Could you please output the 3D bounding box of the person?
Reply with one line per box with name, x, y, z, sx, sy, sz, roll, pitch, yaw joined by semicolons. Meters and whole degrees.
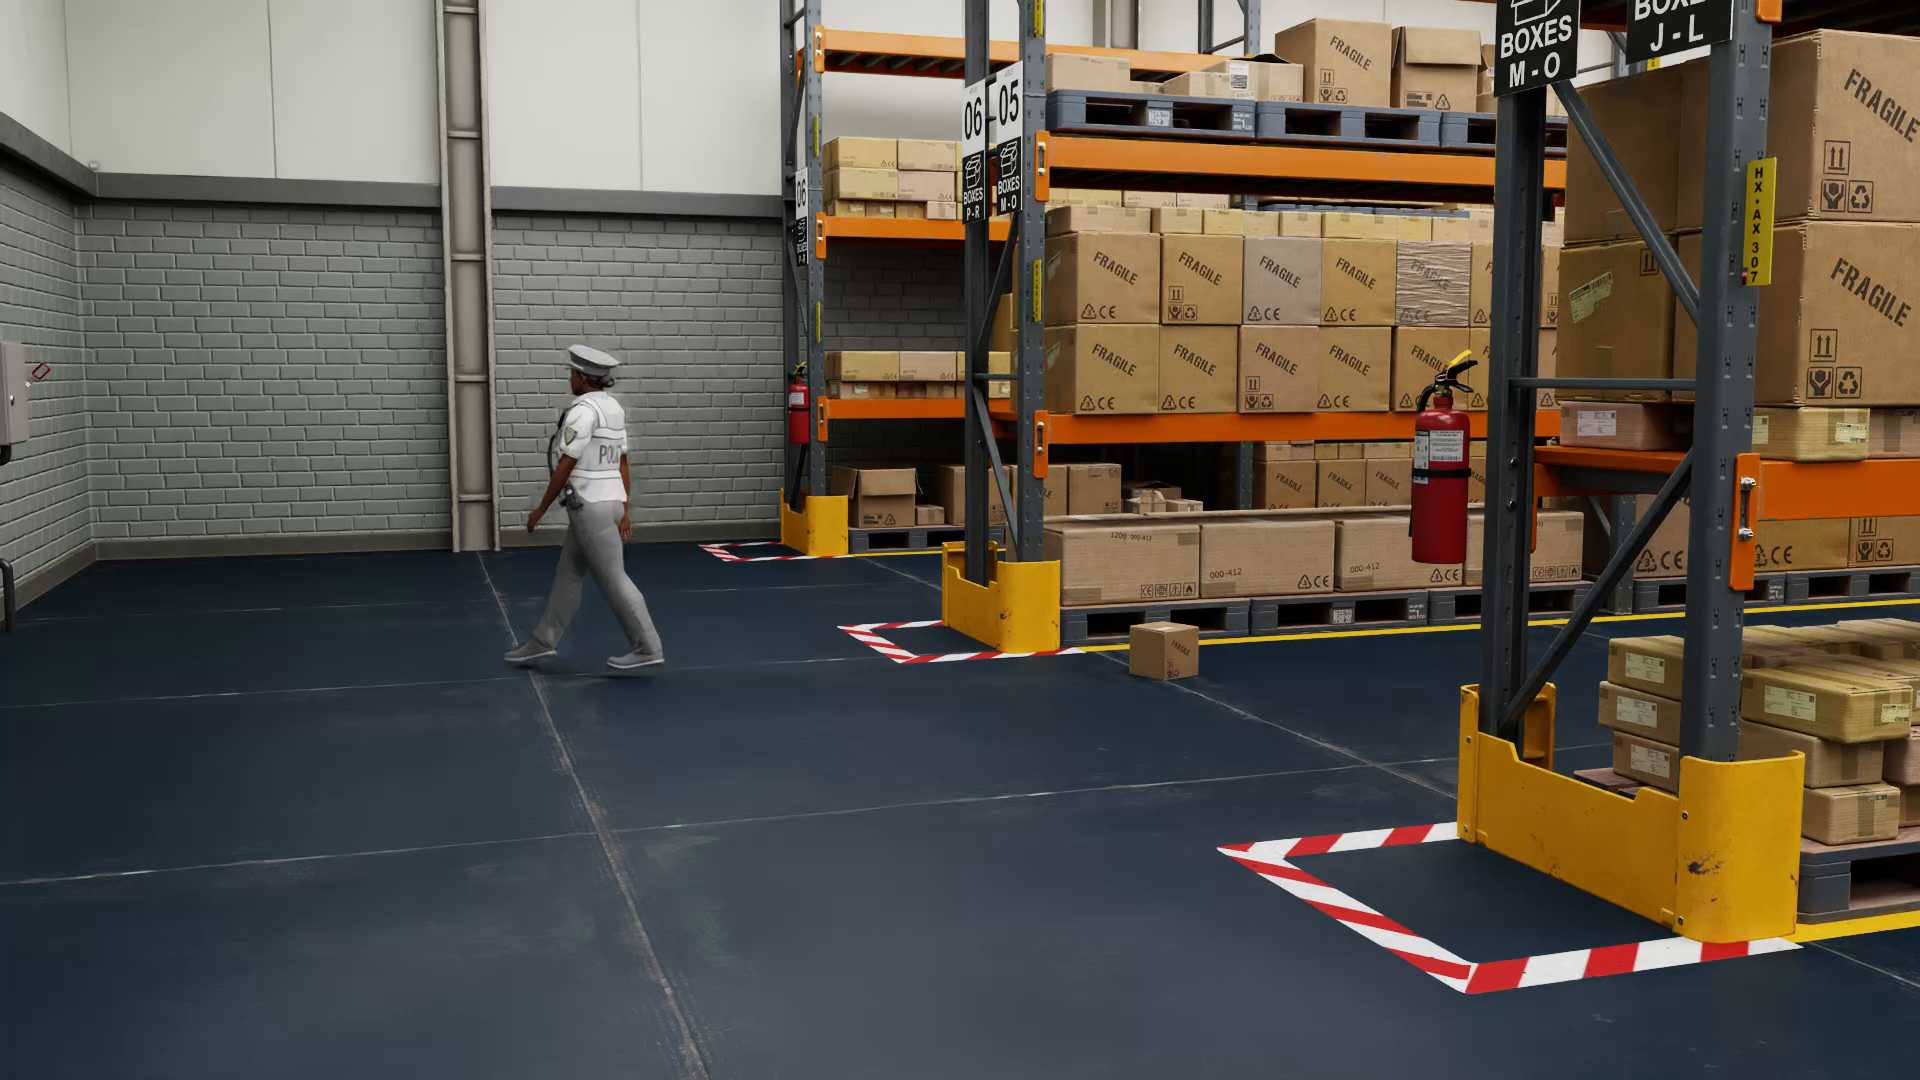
person;-1.952;-0.165;8.448;0.924;1.653;0.458;1;6;10
